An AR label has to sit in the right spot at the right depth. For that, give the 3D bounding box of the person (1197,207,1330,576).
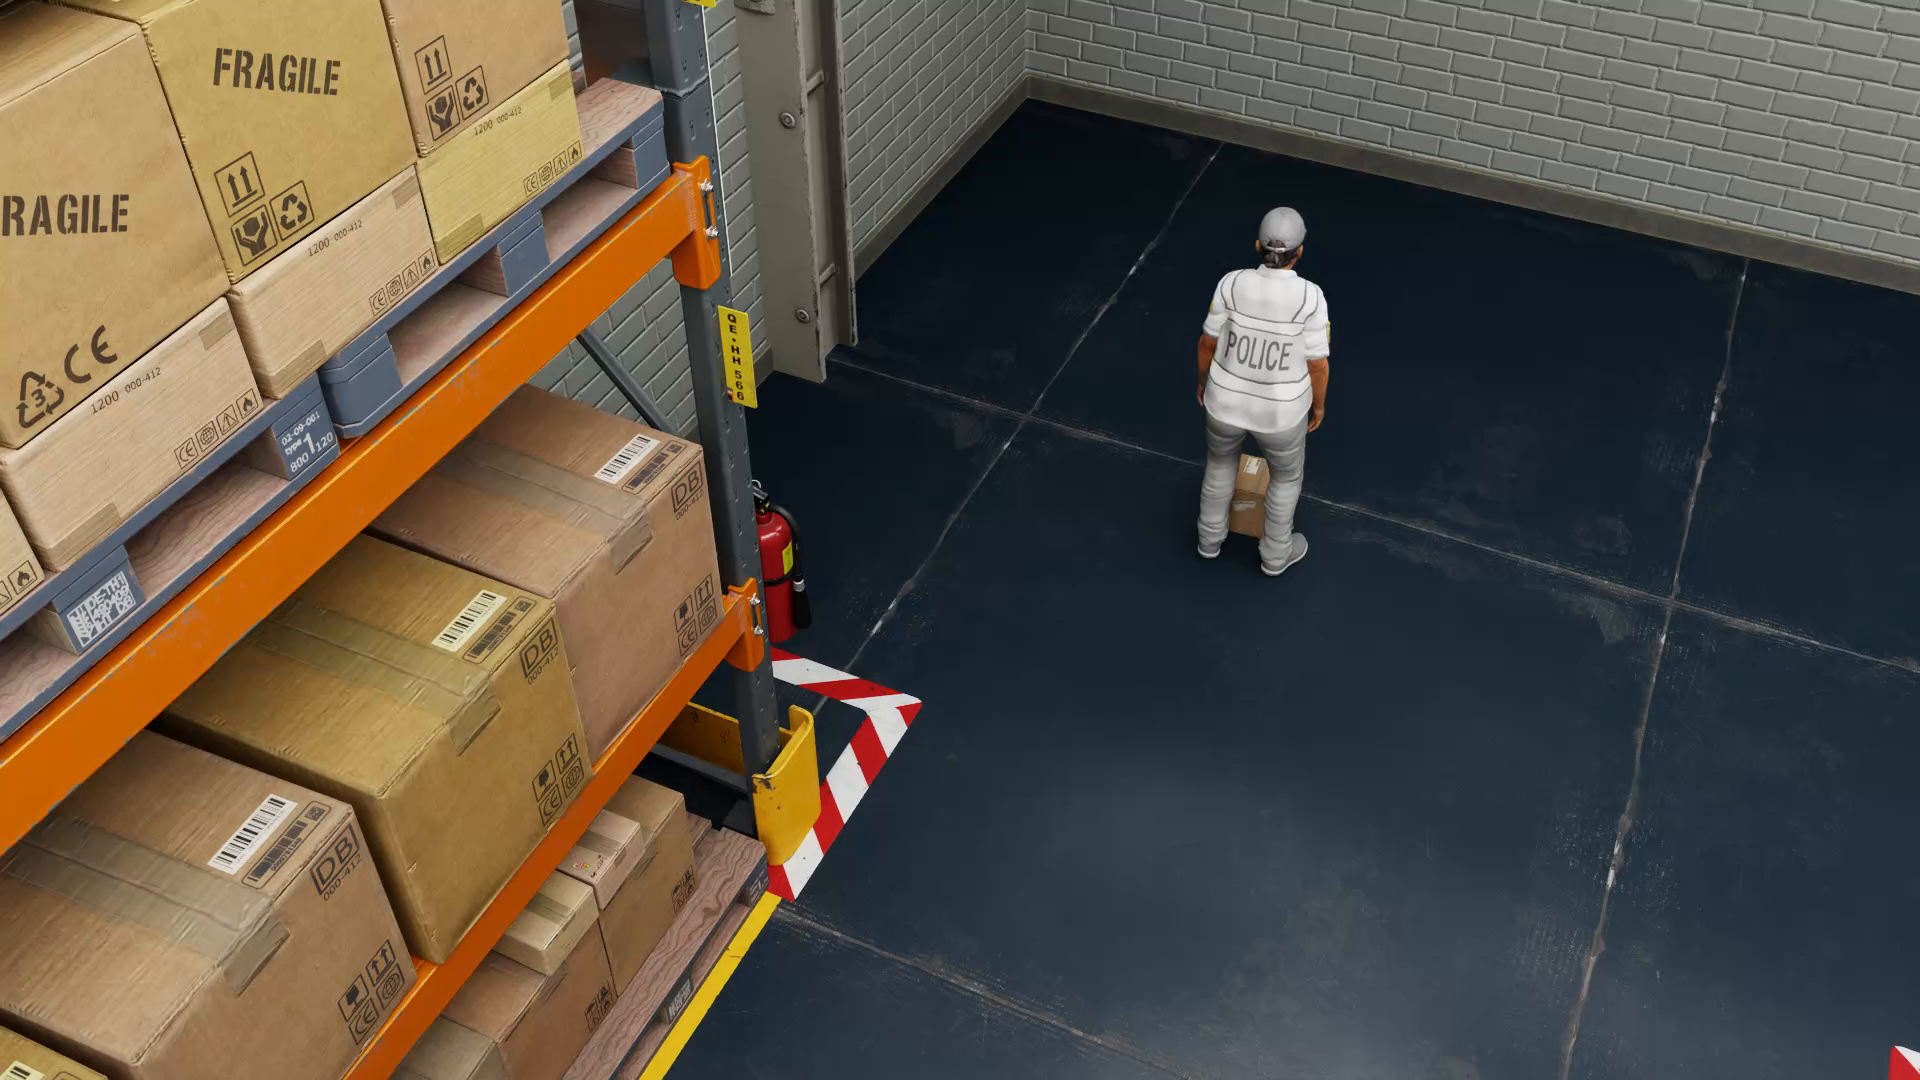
[{"bbox_3d":[1.237,-0.581,6.795,0.560,1.667,0.466,16,45,17],"label":"person"}]
